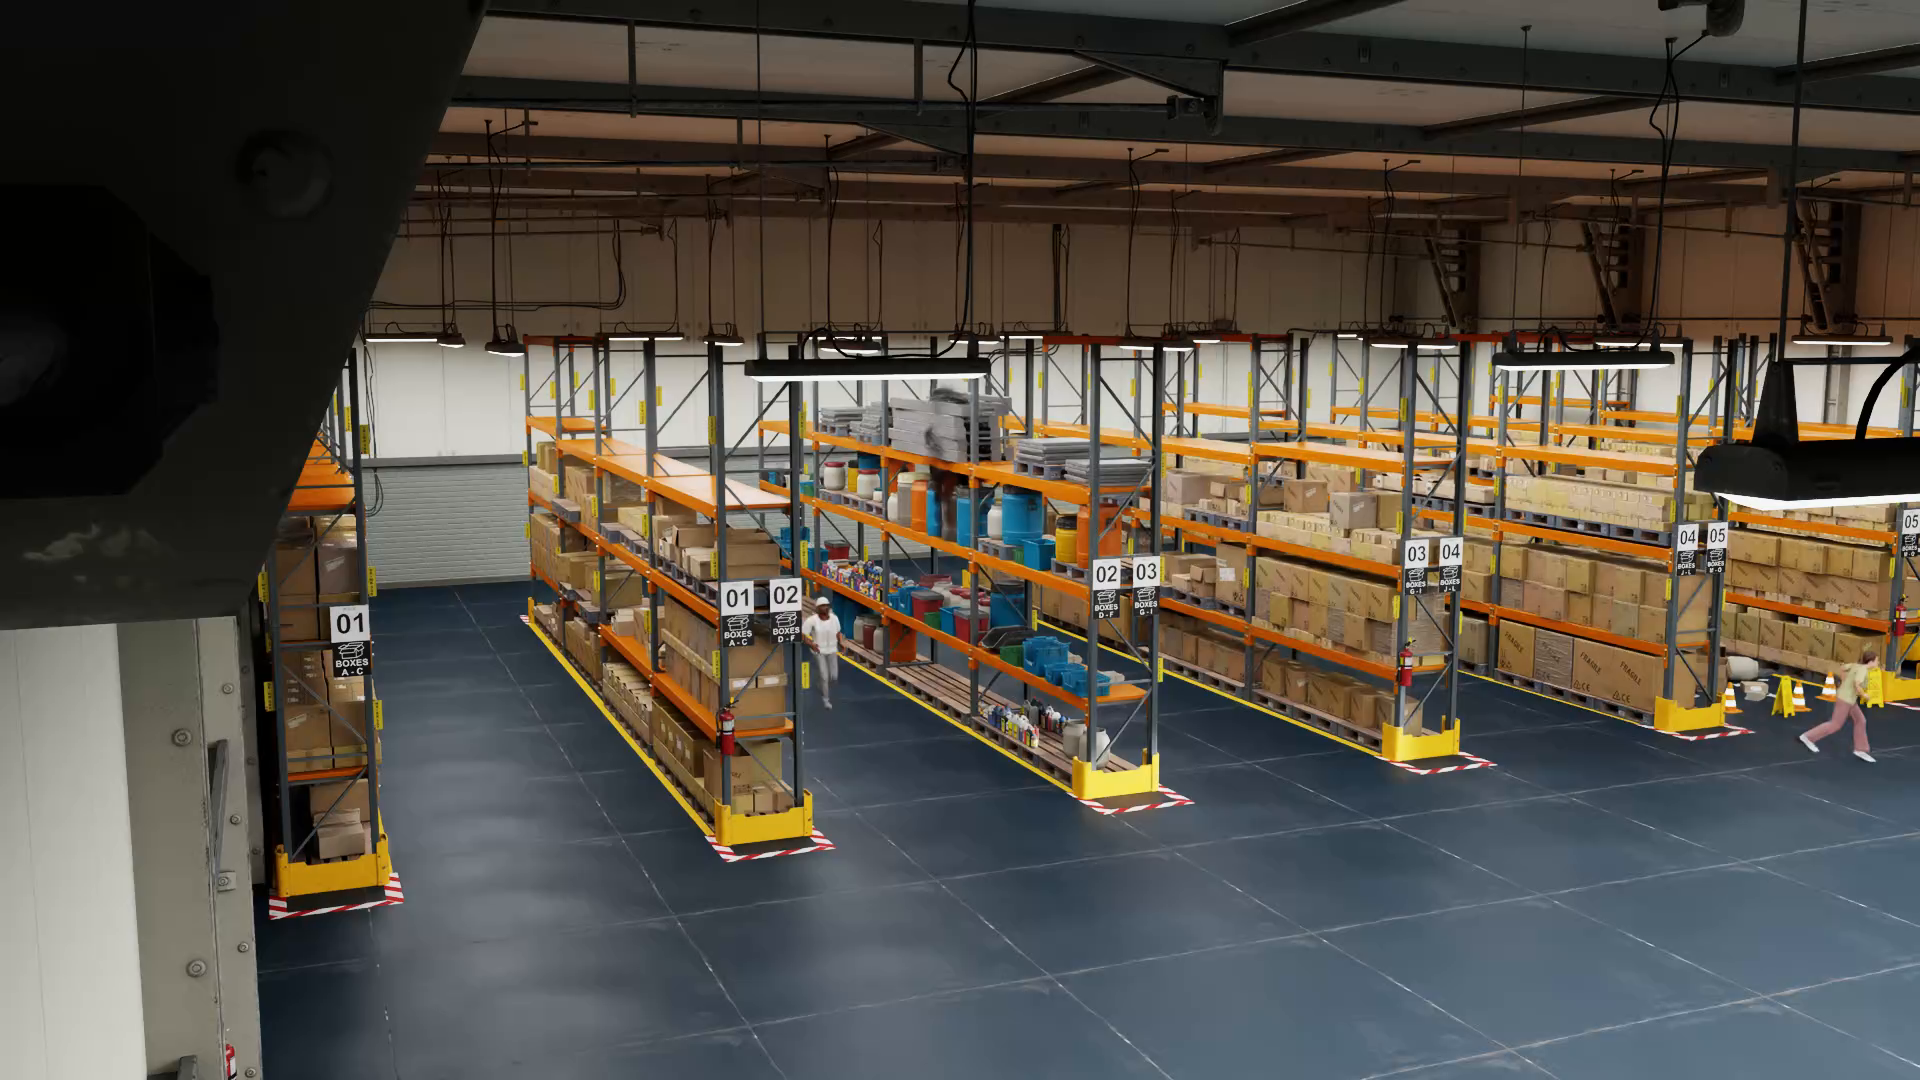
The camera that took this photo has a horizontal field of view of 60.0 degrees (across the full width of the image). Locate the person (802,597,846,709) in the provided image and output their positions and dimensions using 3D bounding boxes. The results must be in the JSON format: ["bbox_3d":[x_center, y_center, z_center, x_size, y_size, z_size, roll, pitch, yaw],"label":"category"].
[{"bbox_3d":[-2.147,1.744,25.972,0.702,1.738,0.598,-4,9,-28],"label":"person"}]

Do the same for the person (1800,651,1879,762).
[{"bbox_3d":[12.700,2.379,23.995,1.004,1.624,0.613,2,8,12],"label":"person"}]
